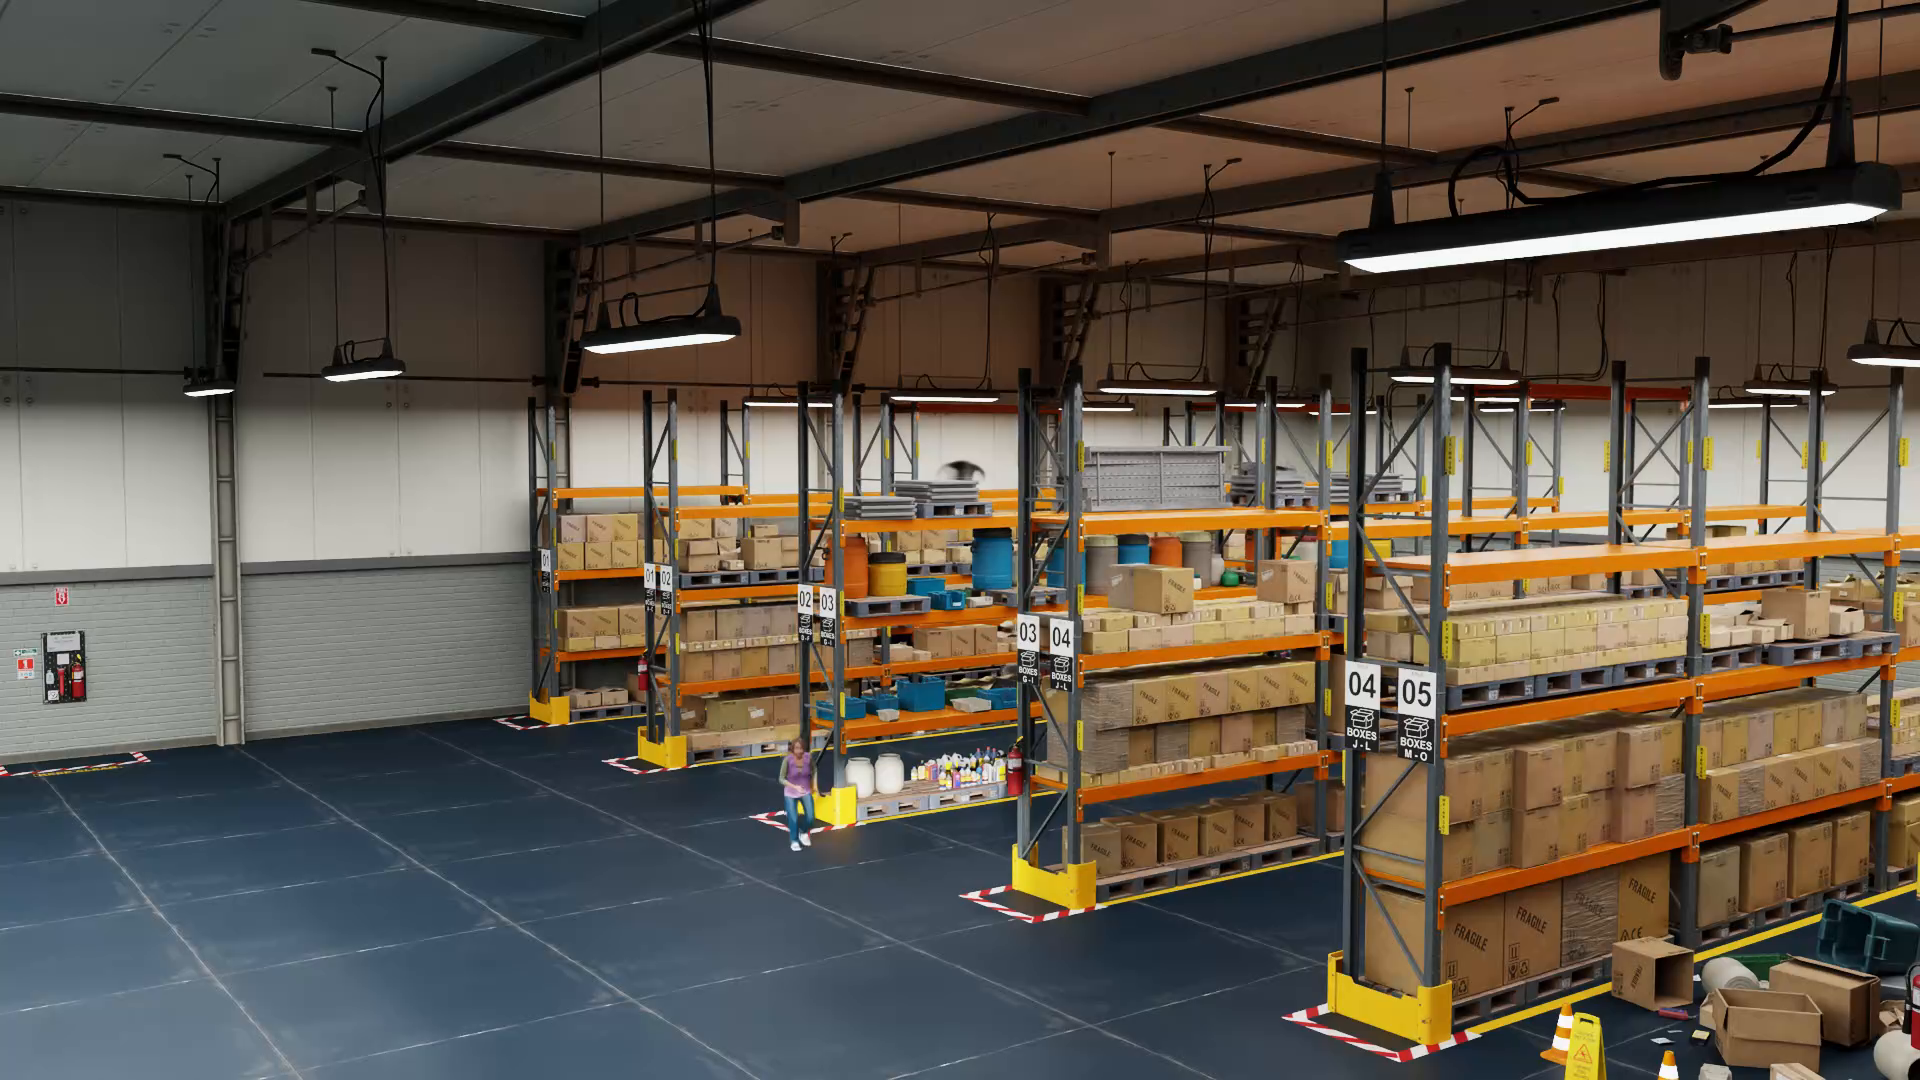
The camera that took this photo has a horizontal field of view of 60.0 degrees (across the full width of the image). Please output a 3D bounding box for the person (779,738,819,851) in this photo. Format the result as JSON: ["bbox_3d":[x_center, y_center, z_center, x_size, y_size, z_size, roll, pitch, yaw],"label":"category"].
[{"bbox_3d":[-2.011,3.190,20.795,0.526,1.491,0.726,-1,3,-15],"label":"person"}]

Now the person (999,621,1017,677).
[{"bbox_3d":[1.025,2.413,32.809,0.539,1.671,0.793,0,3,-6],"label":"person"}]
